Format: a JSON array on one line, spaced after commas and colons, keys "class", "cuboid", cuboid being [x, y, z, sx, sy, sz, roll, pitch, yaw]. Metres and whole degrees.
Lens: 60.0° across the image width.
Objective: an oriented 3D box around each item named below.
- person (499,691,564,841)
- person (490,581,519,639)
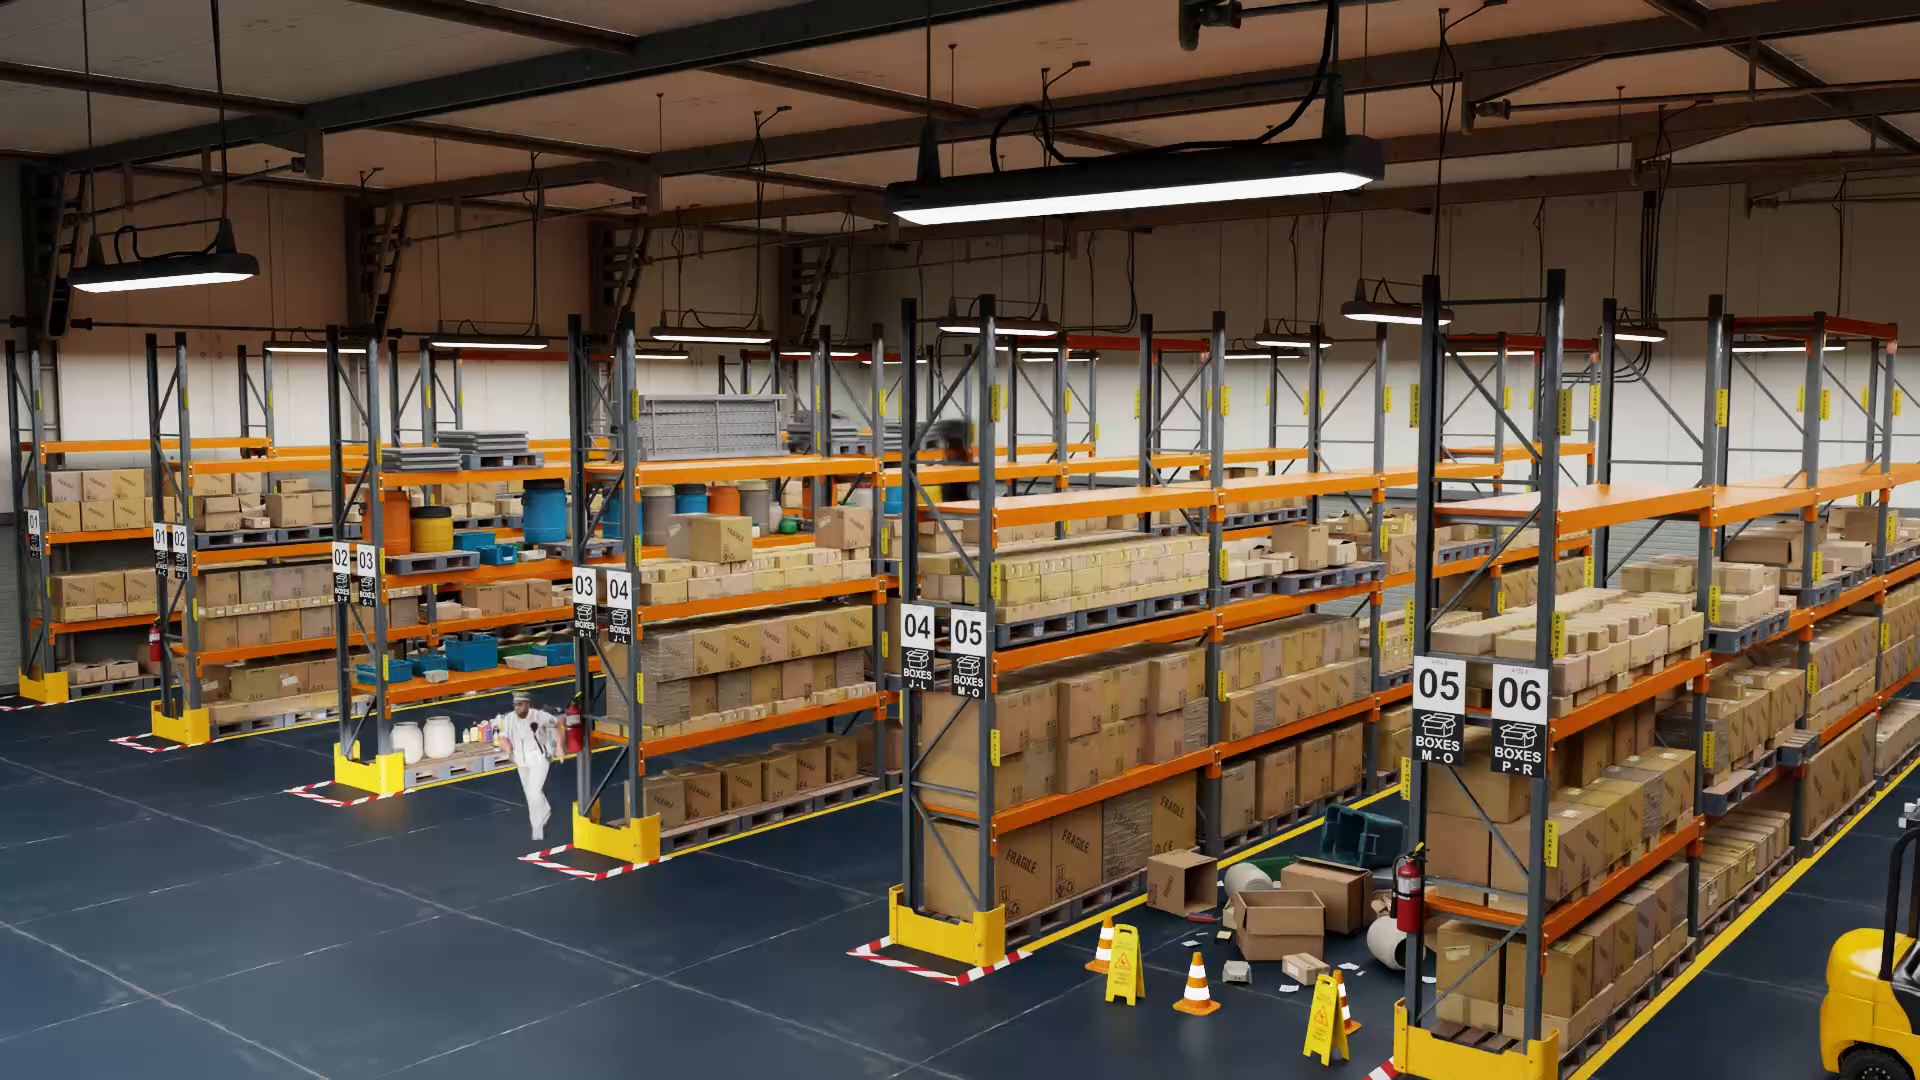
[{"class": "person", "cuboid": [-4.975, 2.585, 19.361, 0.678, 1.753, 0.965, 1, 5, 14]}, {"class": "person", "cuboid": [-8.487, 1.546, 31.230, 0.649, 1.630, 0.808, 2, 6, 22]}]
